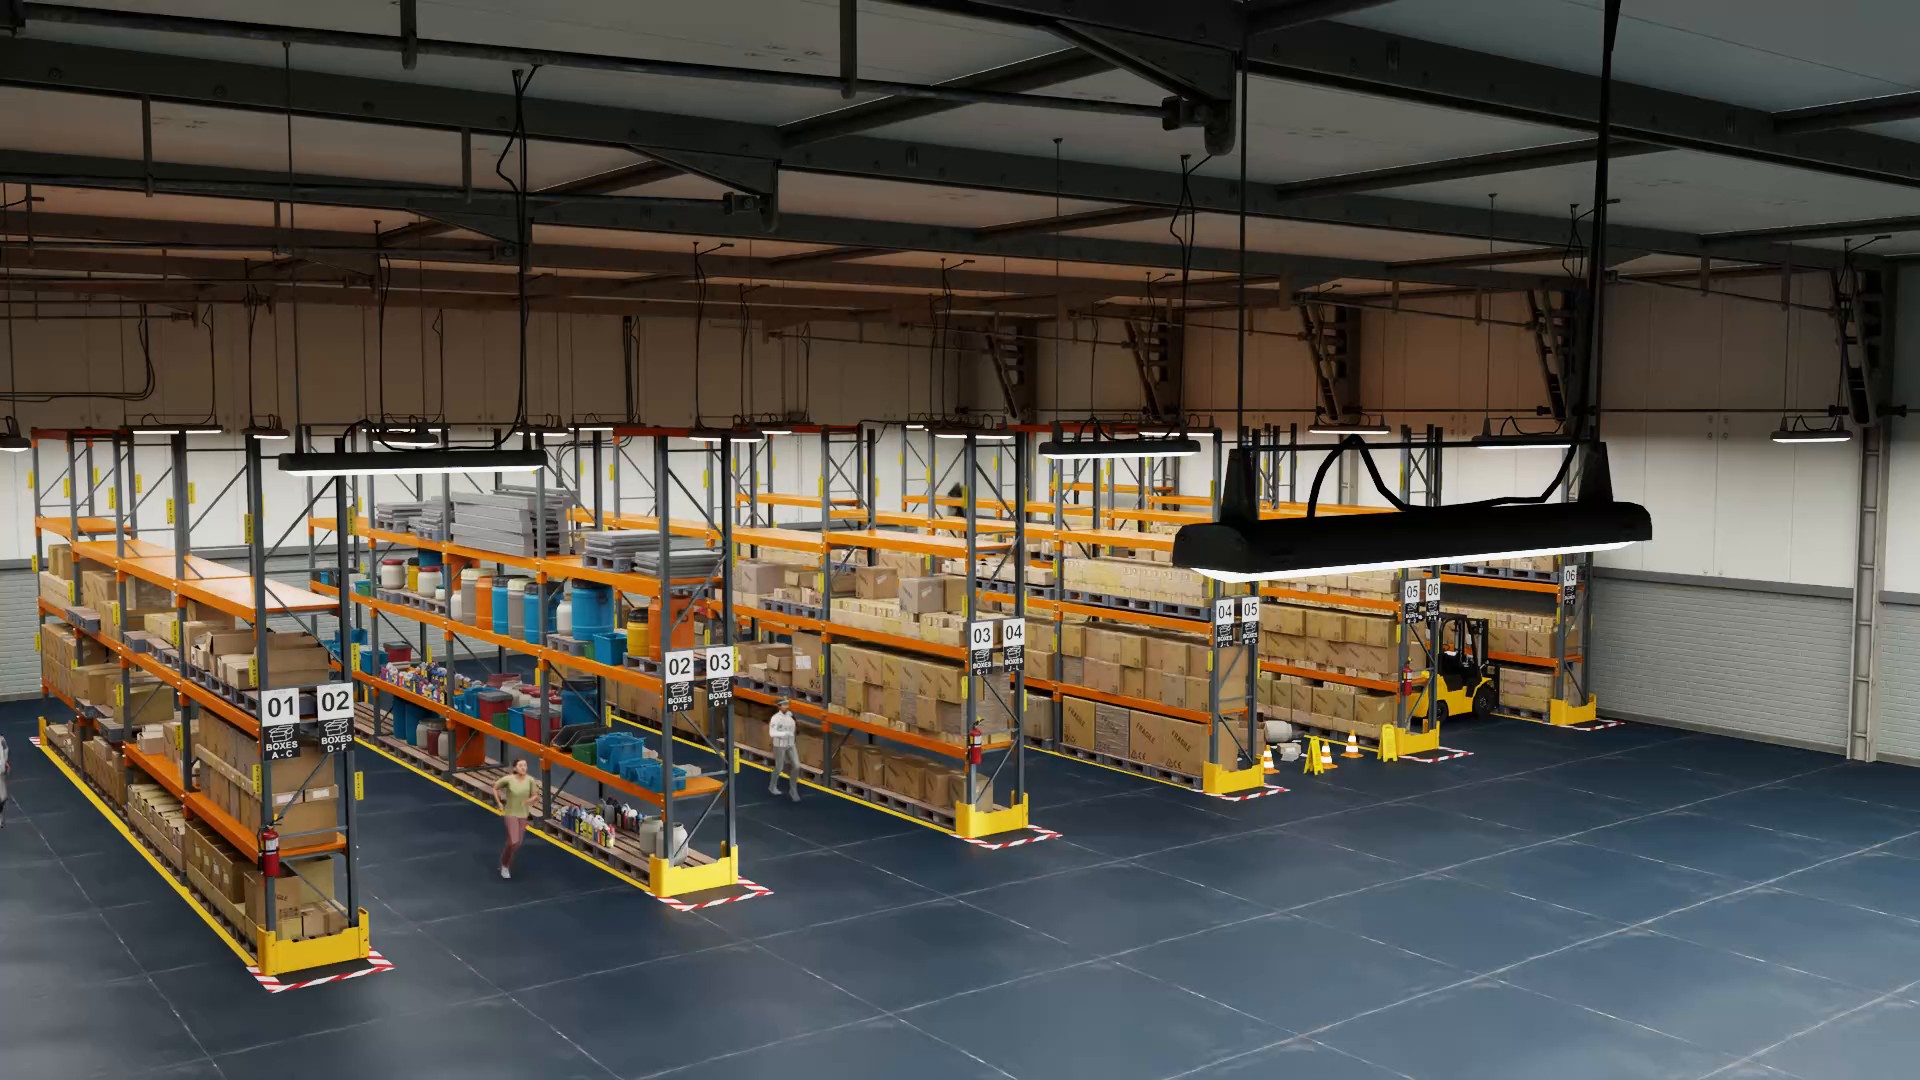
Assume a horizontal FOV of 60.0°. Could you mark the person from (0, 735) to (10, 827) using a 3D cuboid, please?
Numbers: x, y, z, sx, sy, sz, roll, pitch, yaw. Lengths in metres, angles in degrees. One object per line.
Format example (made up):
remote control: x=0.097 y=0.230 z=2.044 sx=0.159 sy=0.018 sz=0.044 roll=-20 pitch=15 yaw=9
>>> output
person: x=-14.519 y=3.497 z=24.890 sx=0.631 sy=1.732 sz=0.624 roll=-4 pitch=6 yaw=-43

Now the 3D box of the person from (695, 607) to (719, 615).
person: x=-6.198 y=2.296 z=40.420 sx=0.697 sy=1.749 sz=0.883 roll=0 pitch=4 yaw=3

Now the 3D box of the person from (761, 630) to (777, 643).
person: x=-4.786 y=2.190 z=41.920 sx=0.555 sy=1.710 sz=0.694 roll=0 pitch=4 yaw=4

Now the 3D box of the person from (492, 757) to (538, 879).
person: x=-5.994 y=3.739 z=22.509 sx=0.555 sy=1.640 sz=0.619 roll=-3 pitch=6 yaw=-37

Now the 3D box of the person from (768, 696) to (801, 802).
person: x=-2.856 y=3.379 z=26.951 sx=0.591 sy=1.753 sz=0.753 roll=-4 pitch=6 yaw=-39
